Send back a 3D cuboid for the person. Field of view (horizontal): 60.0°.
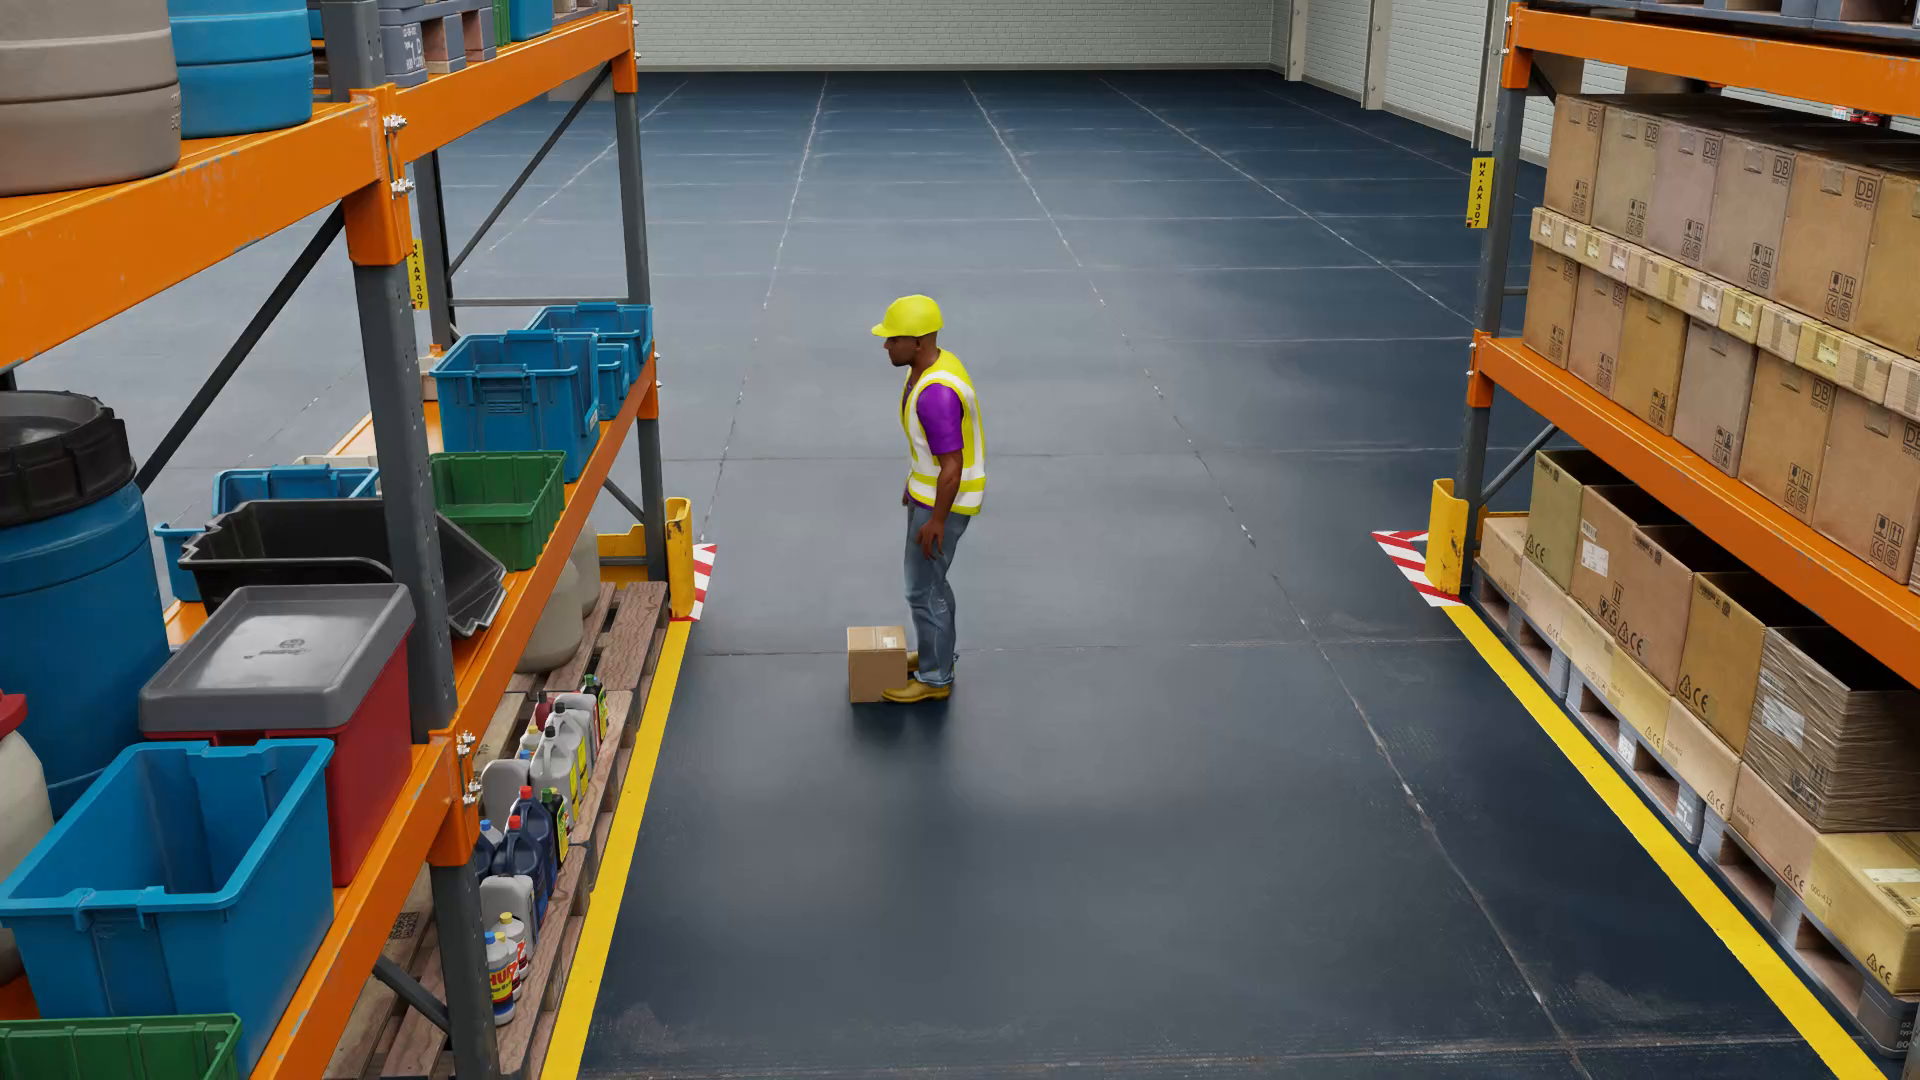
[{"bbox_3d":[-0.134,-0.177,7.027,0.456,1.761,0.628,-1,20,-3],"label":"person"}]
